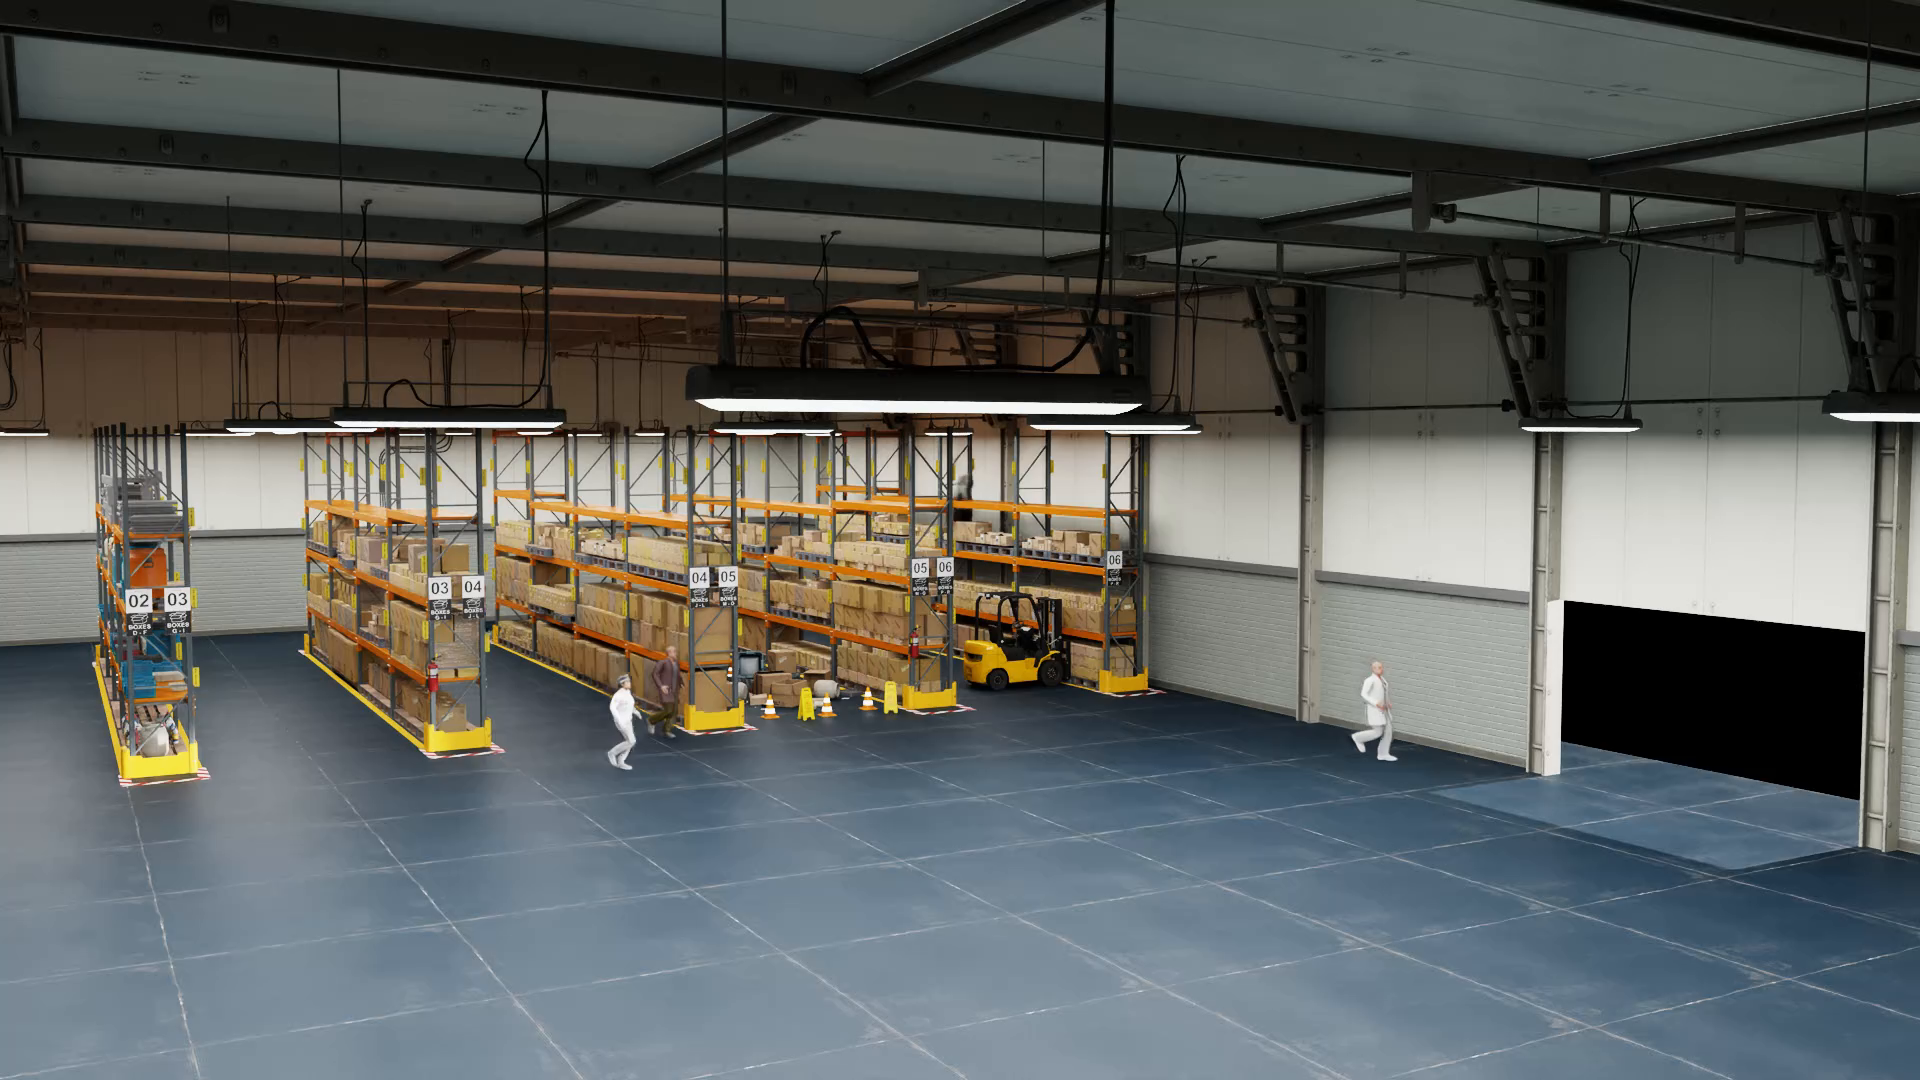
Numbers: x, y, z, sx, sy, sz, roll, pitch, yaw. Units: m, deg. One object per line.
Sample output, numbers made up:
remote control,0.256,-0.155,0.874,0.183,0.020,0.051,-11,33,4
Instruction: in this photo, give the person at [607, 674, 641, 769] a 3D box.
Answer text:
person,-5.835,3.151,28.889,0.545,1.661,0.634,0,3,6

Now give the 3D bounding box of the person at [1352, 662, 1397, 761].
person,7.432,3.046,29.682,0.726,1.743,0.865,-3,5,-45

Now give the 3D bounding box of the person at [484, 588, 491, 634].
person,-13.661,2.084,47.471,0.571,1.571,0.710,3,4,39

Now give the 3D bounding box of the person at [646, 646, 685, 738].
person,-5.639,2.917,32.121,0.656,1.728,0.739,2,4,30
